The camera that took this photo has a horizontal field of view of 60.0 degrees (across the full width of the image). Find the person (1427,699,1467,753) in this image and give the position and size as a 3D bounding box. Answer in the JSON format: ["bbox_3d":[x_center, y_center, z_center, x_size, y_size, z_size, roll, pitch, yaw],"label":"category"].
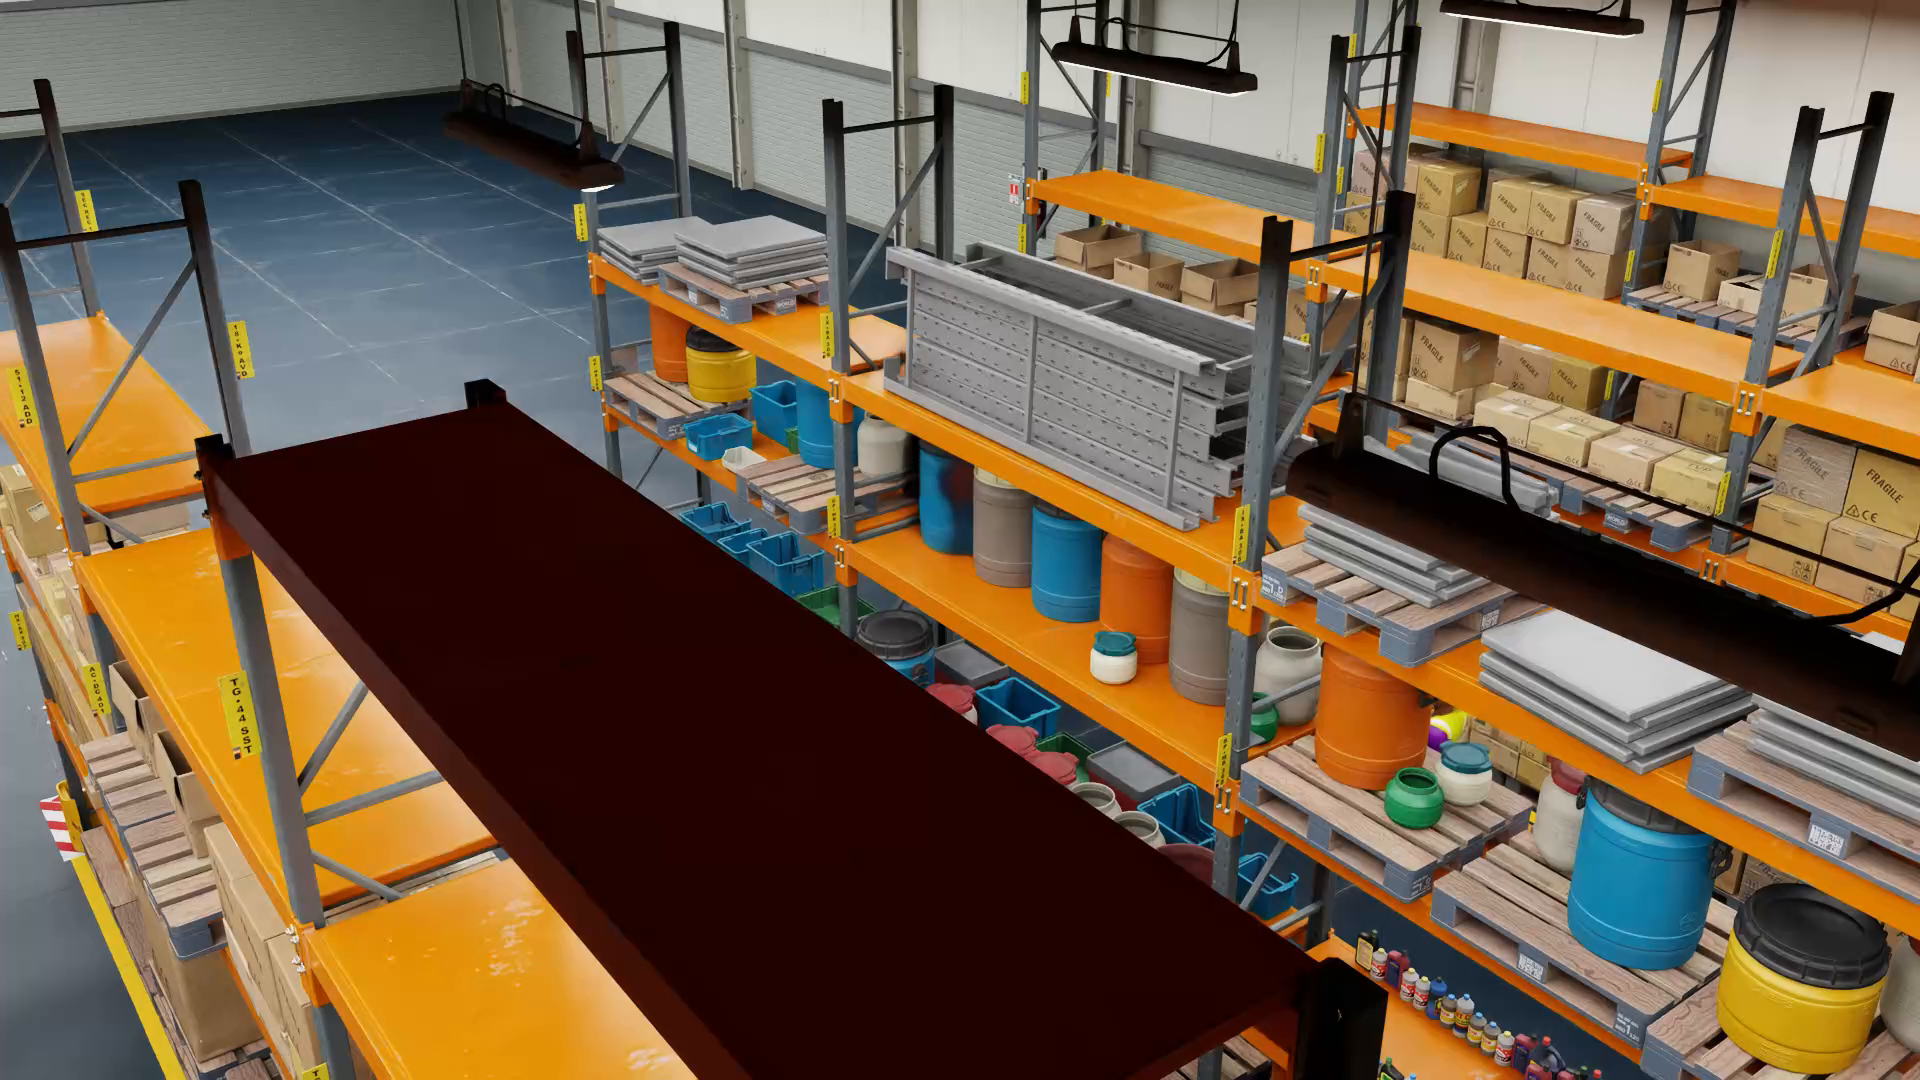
[{"bbox_3d":[3.635,1.788,12.983,0.538,1.723,1.012,-15,29,-30],"label":"person"}]
